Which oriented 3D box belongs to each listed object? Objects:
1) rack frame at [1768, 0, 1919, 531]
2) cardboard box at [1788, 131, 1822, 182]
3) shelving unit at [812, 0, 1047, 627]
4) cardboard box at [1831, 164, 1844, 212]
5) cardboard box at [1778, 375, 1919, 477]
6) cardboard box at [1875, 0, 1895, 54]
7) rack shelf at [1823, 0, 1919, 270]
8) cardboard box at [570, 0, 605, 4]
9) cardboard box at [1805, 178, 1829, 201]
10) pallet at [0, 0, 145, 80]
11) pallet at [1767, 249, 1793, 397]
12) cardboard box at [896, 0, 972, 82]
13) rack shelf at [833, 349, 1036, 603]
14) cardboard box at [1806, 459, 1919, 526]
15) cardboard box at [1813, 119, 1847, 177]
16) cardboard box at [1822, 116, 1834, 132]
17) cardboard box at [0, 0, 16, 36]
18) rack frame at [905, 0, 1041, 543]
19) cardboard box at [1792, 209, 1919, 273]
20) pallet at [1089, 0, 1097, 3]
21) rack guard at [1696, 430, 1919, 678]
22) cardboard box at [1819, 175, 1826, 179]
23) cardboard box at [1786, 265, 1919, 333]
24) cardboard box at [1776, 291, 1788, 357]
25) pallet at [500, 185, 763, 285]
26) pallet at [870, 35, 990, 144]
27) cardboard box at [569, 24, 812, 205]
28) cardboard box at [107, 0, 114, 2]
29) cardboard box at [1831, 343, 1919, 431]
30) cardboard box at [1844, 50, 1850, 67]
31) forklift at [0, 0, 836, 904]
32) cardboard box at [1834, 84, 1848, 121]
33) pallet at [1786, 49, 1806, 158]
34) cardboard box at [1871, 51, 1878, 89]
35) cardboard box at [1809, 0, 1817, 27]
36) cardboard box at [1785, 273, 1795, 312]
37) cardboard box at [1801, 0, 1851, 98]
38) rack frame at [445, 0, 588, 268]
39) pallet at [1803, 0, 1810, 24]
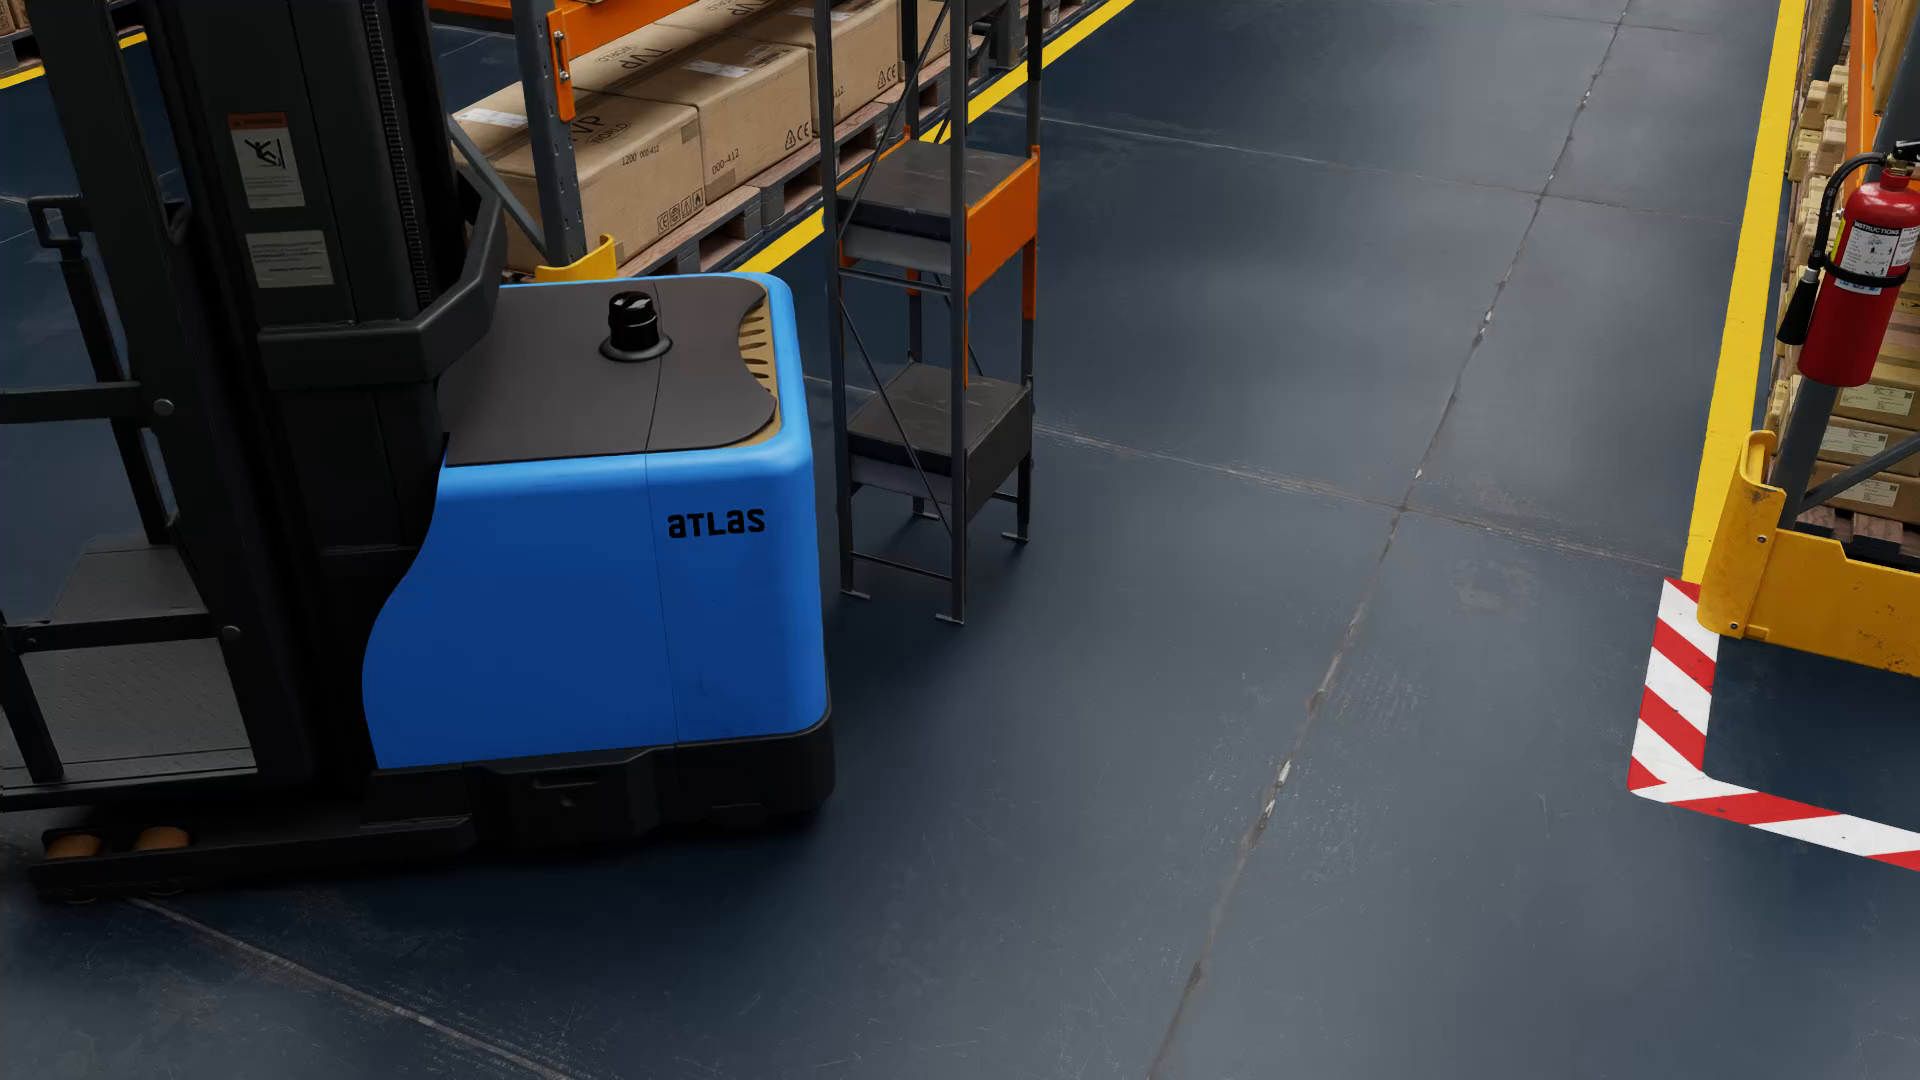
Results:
[{"bbox_3d":[2.717,-0.909,3.901,1.000,3.000,0.127,14,36,20],"label":"rack frame"},{"bbox_3d":[3.835,-1.645,7.240,0.380,0.149,0.250,15,36,22],"label":"cardboard box"},{"bbox_3d":[-0.069,-0.796,4.549,0.431,2.100,0.503,14,36,20],"label":"shelving unit"},{"bbox_3d":[3.382,-1.237,6.076,0.380,0.149,0.250,14,36,21],"label":"cardboard box"},{"bbox_3d":[2.679,-0.346,4.987,0.380,0.149,0.250,13,36,19],"label":"cardboard box"},{"bbox_3d":[2.892,-1.614,4.613,0.500,0.500,0.500,14,36,20],"label":"cardboard box"},{"bbox_3d":[3.554,-1.605,5.618,1.077,0.370,4.000,14,36,20],"label":"rack shelf"},{"bbox_3d":[-1.359,-2.210,5.793,0.500,0.500,0.500,14,36,20],"label":"cardboard box"},{"bbox_3d":[3.440,-1.250,6.366,0.380,0.149,0.250,14,36,20],"label":"cardboard box"},{"bbox_3d":[-5.455,-3.006,9.642,1.003,0.211,1.213,14,36,20],"label":"pallet"},{"bbox_3d":[3.633,-0.783,6.252,1.003,0.211,1.213,14,36,20],"label":"pallet"},{"bbox_3d":[-0.508,-2.803,8.743,0.875,0.438,0.875,14,36,20],"label":"cardboard box"},{"bbox_3d":[-0.069,-0.199,4.940,0.431,0.518,0.480,14,36,20],"label":"rack shelf"},{"bbox_3d":[2.748,-0.203,5.041,0.380,0.149,0.250,15,36,21],"label":"cardboard box"},{"bbox_3d":[3.559,-1.506,6.485,0.380,0.149,0.250,15,36,21],"label":"cardboard box"},{"bbox_3d":[3.924,-1.756,7.138,0.380,0.149,0.250,14,36,21],"label":"cardboard box"},{"bbox_3d":[-5.596,-2.962,8.928,0.700,0.500,0.500,16,36,22],"label":"cardboard box"},{"bbox_3d":[0.033,-0.917,4.734,0.400,2.100,0.015,14,36,20],"label":"rack frame"},{"bbox_3d":[3.087,-0.995,5.706,0.380,0.149,0.250,16,36,22],"label":"cardboard box"},{"bbox_3d":[0.616,-3.832,10.902,1.003,0.211,1.213,14,36,20],"label":"pallet"},{"bbox_3d":[2.749,0.098,4.645,1.175,0.500,0.348,14,36,20],"label":"rack guard"},{"bbox_3d":[3.718,-1.371,6.823,0.380,0.149,0.250,13,36,20],"label":"cardboard box"},{"bbox_3d":[2.859,-0.734,5.308,0.380,0.149,0.250,13,36,19],"label":"cardboard box"},{"bbox_3d":[3.094,-0.733,5.850,0.380,0.149,0.250,13,35,18],"label":"cardboard box"},{"bbox_3d":[-1.557,-1.245,6.956,1.003,0.211,1.213,14,36,20],"label":"pallet"},{"bbox_3d":[-0.537,-2.460,8.809,1.003,0.211,1.213,14,36,20],"label":"pallet"},{"bbox_3d":[-1.260,-1.908,7.378,0.875,0.438,0.875,15,36,22],"label":"cardboard box"},{"bbox_3d":[-5.162,-3.479,9.716,0.700,0.500,0.500,13,35,19],"label":"cardboard box"},{"bbox_3d":[2.709,-0.464,4.896,0.380,0.149,0.250,15,36,21],"label":"cardboard box"},{"bbox_3d":[4.059,-2.010,7.254,0.380,0.149,0.250,16,36,22],"label":"cardboard box"},{"bbox_3d":[-1.872,-0.674,3.605,3.031,2.935,1.130,-4,34,-7],"label":"forklift"},{"bbox_3d":[3.828,-1.749,6.856,0.380,0.149,0.250,14,36,20],"label":"cardboard box"},{"bbox_3d":[4.715,-2.124,8.296,1.003,0.211,1.213,14,36,20],"label":"pallet"},{"bbox_3d":[2.912,-1.408,4.890,0.380,0.149,0.250,15,36,22],"label":"cardboard box"},{"bbox_3d":[4.905,-2.968,8.938,0.500,0.500,0.500,13,36,19],"label":"cardboard box"},{"bbox_3d":[3.100,-0.866,5.780,0.380,0.149,0.250,15,36,21],"label":"cardboard box"},{"bbox_3d":[4.472,-2.458,8.160,0.500,0.500,0.500,13,36,20],"label":"cardboard box"},{"bbox_3d":[-1.821,-1.995,5.557,1.000,3.000,0.127,14,36,20],"label":"rack frame"},{"bbox_3d":[5.736,-3.339,10.149,1.003,0.211,1.213,14,36,20],"label":"pallet"}]
